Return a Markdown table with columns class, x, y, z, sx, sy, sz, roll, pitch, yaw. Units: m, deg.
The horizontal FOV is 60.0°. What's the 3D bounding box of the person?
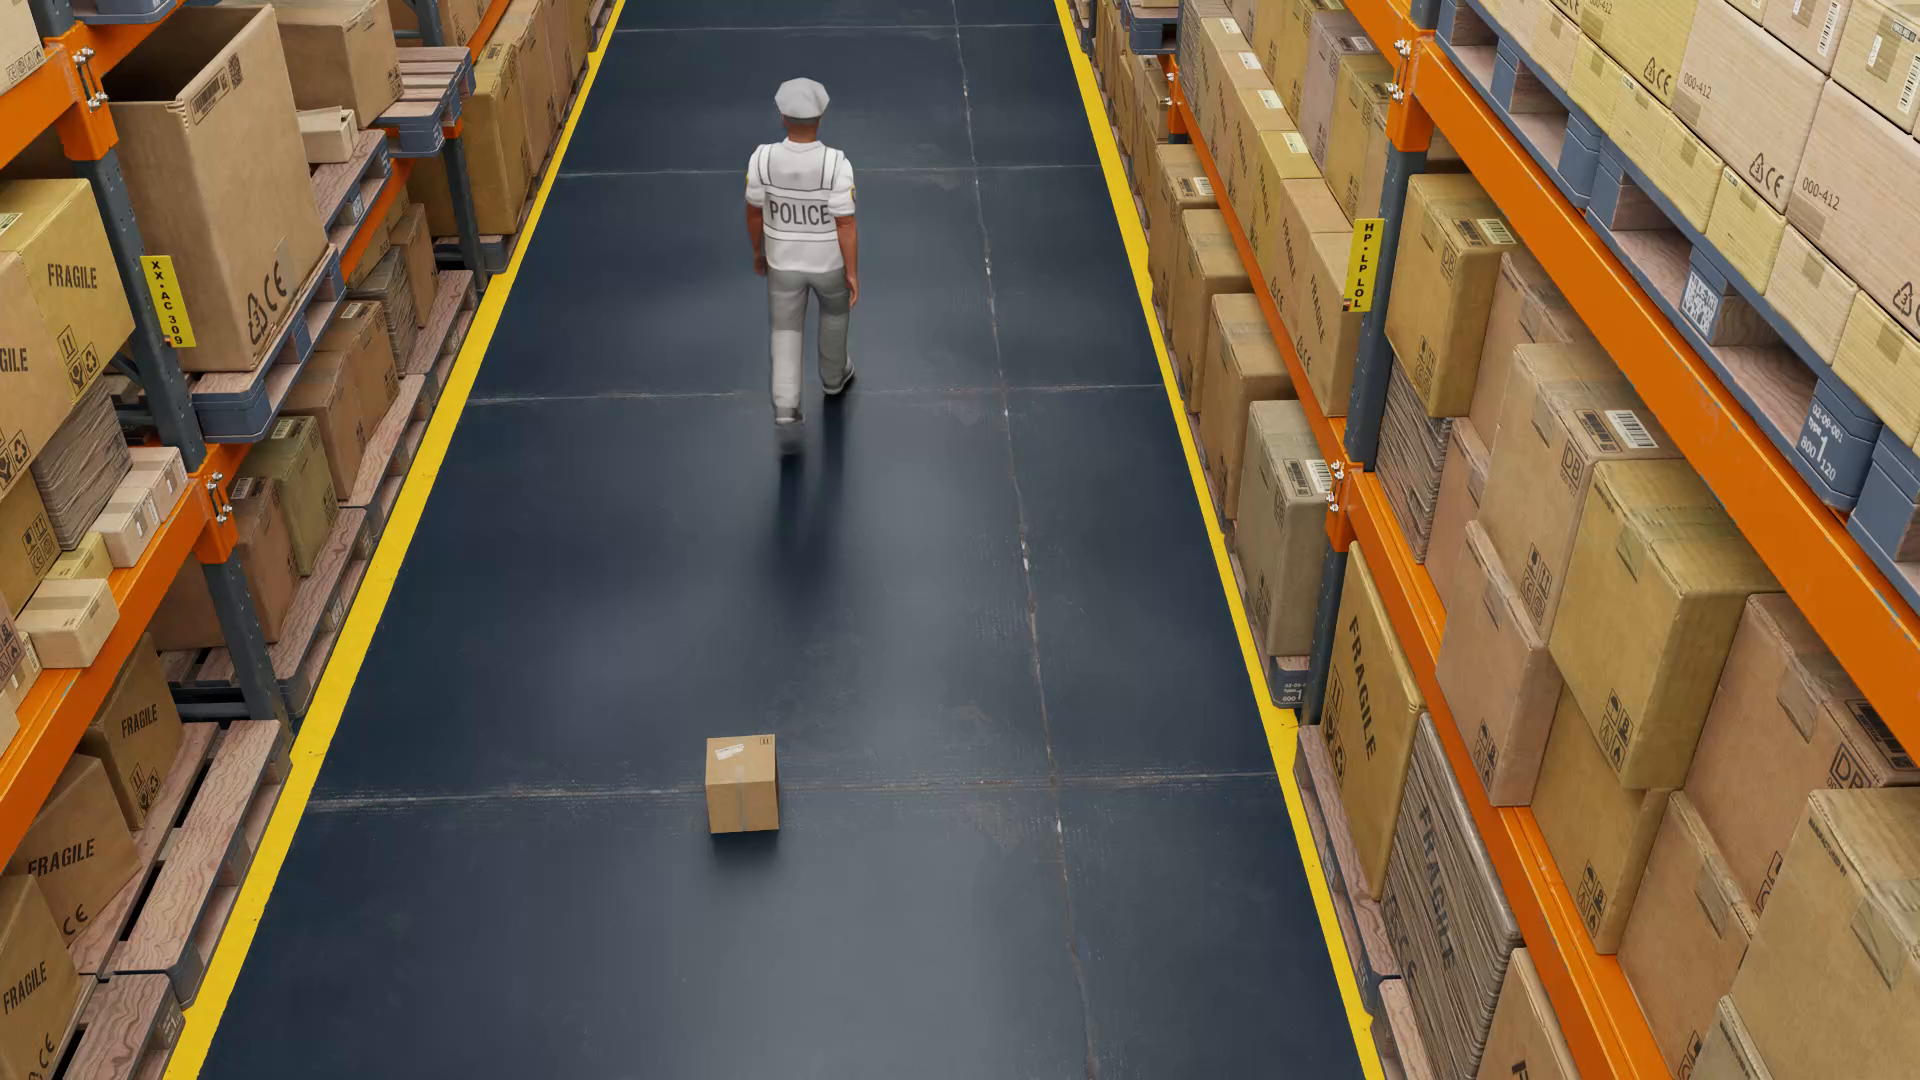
| class | x | y | z | sx | sy | sz | roll | pitch | yaw |
| --- | --- | --- | --- | --- | --- | --- | --- | --- | --- |
| person | -0.757 | -1.385 | 8.083 | 0.548 | 1.732 | 0.951 | 2 | 35 | 3 |
